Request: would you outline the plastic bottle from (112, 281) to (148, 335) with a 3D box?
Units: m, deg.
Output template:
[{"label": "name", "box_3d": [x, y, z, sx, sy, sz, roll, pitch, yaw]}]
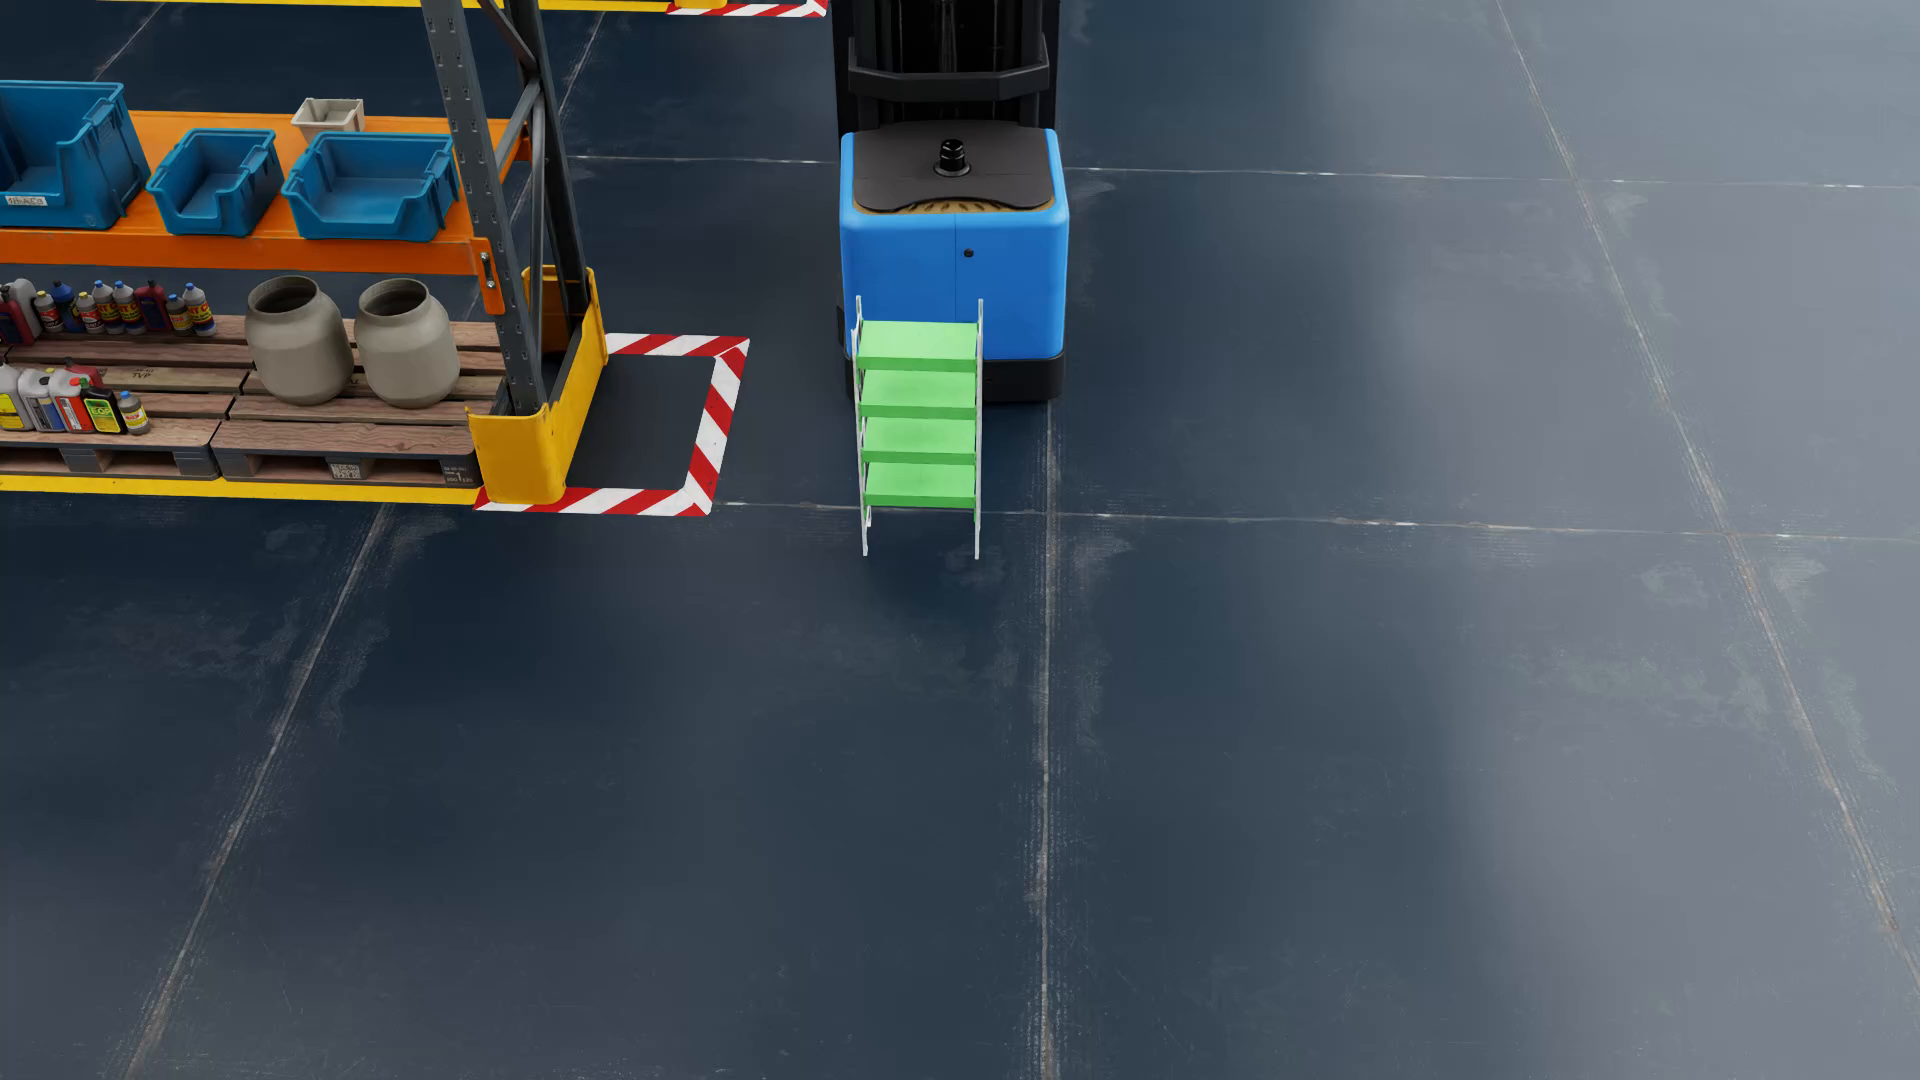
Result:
[{"label": "plastic bottle", "box_3d": [-4.014, -1.128, 8.025, 0.097, 0.271, 0.097, 0, 43, 0]}]

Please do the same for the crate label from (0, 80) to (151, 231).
[{"label": "crate label", "box_3d": [-3.725, -1.572, 6.797, 0.616, 0.435, 0.502, 2, 43, 2]}]

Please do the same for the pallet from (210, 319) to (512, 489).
[{"label": "pallet", "box_3d": [-2.764, -0.666, 7.895, 1.213, 0.211, 1.003, 2, 43, 2]}]

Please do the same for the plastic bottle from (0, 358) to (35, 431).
[{"label": "plastic bottle", "box_3d": [-4.284, -0.670, 7.474, 0.185, 0.351, 0.144, 3, 43, 4]}]

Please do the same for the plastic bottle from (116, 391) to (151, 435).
[{"label": "plastic bottle", "box_3d": [-3.729, -0.582, 7.490, 0.097, 0.201, 0.097, 0, 43, 0]}]

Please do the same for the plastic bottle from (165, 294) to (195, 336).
[{"label": "plastic bottle", "box_3d": [-3.775, -1.095, 8.041, 0.097, 0.201, 0.097, 0, 43, 0]}]

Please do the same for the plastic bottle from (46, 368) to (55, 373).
[{"label": "plastic bottle", "box_3d": [-4.131, -0.698, 7.614, 0.097, 0.201, 0.097, 0, 43, 0]}]

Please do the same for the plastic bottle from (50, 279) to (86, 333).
[{"label": "plastic bottle", "box_3d": [-4.316, -1.137, 8.035, 0.097, 0.271, 0.097, 0, 43, 0]}]

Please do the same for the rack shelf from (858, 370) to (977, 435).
[{"label": "rack shelf", "box_3d": [-0.165, -0.573, 6.812, 0.480, 0.148, 0.258, 2, 43, 2]}]

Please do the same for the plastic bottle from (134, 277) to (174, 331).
[{"label": "plastic bottle", "box_3d": [-3.897, -1.141, 8.030, 0.133, 0.283, 0.061, 2, 43, 3]}]

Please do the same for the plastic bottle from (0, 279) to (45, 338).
[{"label": "plastic bottle", "box_3d": [-4.537, -1.127, 8.020, 0.135, 0.276, 0.152, 2, 43, 3]}]

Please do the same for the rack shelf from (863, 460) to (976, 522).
[{"label": "rack shelf", "box_3d": [-0.165, -0.222, 7.139, 0.480, 0.148, 0.258, 2, 43, 2]}]

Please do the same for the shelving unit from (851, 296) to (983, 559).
[{"label": "shelving unit", "box_3d": [-0.165, -0.444, 6.932, 0.503, 1.200, 0.258, 2, 43, 2]}]

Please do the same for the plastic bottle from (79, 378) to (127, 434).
[{"label": "plastic bottle", "box_3d": [-3.846, -0.603, 7.452, 0.133, 0.283, 0.061, 3, 43, 3]}]

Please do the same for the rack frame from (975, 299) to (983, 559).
[{"label": "rack frame", "box_3d": [0.078, -0.437, 6.924, 0.015, 1.200, 0.240, 2, 43, 2]}]

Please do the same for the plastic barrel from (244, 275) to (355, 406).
[{"label": "plastic barrel", "box_3d": [-3.036, -0.914, 7.633, 0.421, 0.512, 0.421, 0, 43, 0]}]

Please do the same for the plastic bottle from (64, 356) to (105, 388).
[{"label": "plastic bottle", "box_3d": [-3.975, -0.711, 7.568, 0.133, 0.283, 0.061, 2, 43, 2]}]

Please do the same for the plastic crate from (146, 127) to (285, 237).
[{"label": "plastic crate", "box_3d": [-3.036, -1.468, 6.820, 0.408, 0.251, 0.499, 2, 43, 2]}]

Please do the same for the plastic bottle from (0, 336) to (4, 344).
[{"label": "plastic bottle", "box_3d": [-4.679, -1.067, 7.950, 0.133, 0.283, 0.061, 2, 43, 2]}]

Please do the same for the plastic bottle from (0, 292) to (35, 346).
[{"label": "plastic bottle", "box_3d": [-4.542, -1.057, 7.940, 0.133, 0.283, 0.061, 2, 43, 2]}]

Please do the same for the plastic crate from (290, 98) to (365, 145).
[{"label": "plastic crate", "box_3d": [-2.754, -1.837, 7.300, 0.250, 0.136, 0.298, 2, 43, 2]}]

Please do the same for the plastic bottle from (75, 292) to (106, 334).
[{"label": "plastic bottle", "box_3d": [-4.213, -1.109, 8.055, 0.097, 0.201, 0.097, 0, 43, 0]}]

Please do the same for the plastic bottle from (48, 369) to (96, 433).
[{"label": "plastic bottle", "box_3d": [-3.979, -0.636, 7.493, 0.135, 0.276, 0.152, 2, 43, 2]}]

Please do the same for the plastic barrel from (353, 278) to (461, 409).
[{"label": "plastic barrel", "box_3d": [-2.535, -0.899, 7.616, 0.421, 0.512, 0.421, 0, 43, 0]}]

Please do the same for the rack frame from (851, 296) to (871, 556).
[{"label": "rack frame", "box_3d": [-0.409, -0.452, 6.940, 0.015, 1.200, 0.240, 2, 43, 2]}]

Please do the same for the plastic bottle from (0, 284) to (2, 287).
[{"label": "plastic bottle", "box_3d": [-4.700, -1.162, 8.003, 0.185, 0.351, 0.144, 2, 43, 2]}]

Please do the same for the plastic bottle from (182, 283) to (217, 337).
[{"label": "plastic bottle", "box_3d": [-3.672, -1.118, 8.013, 0.097, 0.271, 0.097, 0, 43, 0]}]

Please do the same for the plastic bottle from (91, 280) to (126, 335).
[{"label": "plastic bottle", "box_3d": [-4.114, -1.131, 8.028, 0.097, 0.271, 0.097, 0, 43, 0]}]

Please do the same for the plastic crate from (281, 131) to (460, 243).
[{"label": "plastic crate", "box_3d": [-2.388, -1.444, 6.794, 0.616, 0.251, 0.499, 2, 43, 2]}]

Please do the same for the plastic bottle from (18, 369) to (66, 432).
[{"label": "plastic bottle", "box_3d": [-4.118, -0.640, 7.497, 0.135, 0.276, 0.152, 1, 43, 1]}]

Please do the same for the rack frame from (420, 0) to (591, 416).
[{"label": "rack frame", "box_3d": [-1.874, -1.687, 6.946, 0.127, 3.000, 1.000, 2, 43, 2]}]

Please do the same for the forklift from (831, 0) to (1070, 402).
[{"label": "forklift", "box_3d": [-0.079, -2.706, 8.089, 1.130, 2.935, 3.031, -2, 43, -2]}]

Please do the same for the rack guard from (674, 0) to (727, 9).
[{"label": "rack guard", "box_3d": [-1.727, -4.147, 11.421, 0.348, 0.500, 1.175, 2, 43, 2]}]

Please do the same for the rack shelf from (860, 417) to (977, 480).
[{"label": "rack shelf", "box_3d": [-0.165, -0.397, 6.975, 0.480, 0.148, 0.258, 2, 43, 2]}]

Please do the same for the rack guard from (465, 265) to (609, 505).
[{"label": "rack guard", "box_3d": [-1.952, -0.743, 7.766, 0.348, 0.500, 1.175, 2, 43, 2]}]

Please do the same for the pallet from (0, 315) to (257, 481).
[{"label": "pallet", "box_3d": [-3.979, -0.705, 7.937, 1.213, 0.211, 1.003, 2, 43, 2]}]

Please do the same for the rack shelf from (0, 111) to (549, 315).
[{"label": "rack shelf", "box_3d": [-3.872, -1.485, 7.257, 4.000, 0.370, 1.077, 2, 43, 2]}]

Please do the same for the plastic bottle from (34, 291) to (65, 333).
[{"label": "plastic bottle", "box_3d": [-4.418, -1.115, 8.062, 0.097, 0.201, 0.097, 0, 43, 0]}]

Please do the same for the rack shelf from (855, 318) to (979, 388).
[{"label": "rack shelf", "box_3d": [-0.165, -0.749, 6.648, 0.480, 0.148, 0.258, 2, 43, 2]}]

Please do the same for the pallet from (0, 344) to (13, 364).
[{"label": "pallet", "box_3d": [-5.201, -0.741, 7.975, 1.213, 0.211, 1.003, 2, 43, 2]}]
